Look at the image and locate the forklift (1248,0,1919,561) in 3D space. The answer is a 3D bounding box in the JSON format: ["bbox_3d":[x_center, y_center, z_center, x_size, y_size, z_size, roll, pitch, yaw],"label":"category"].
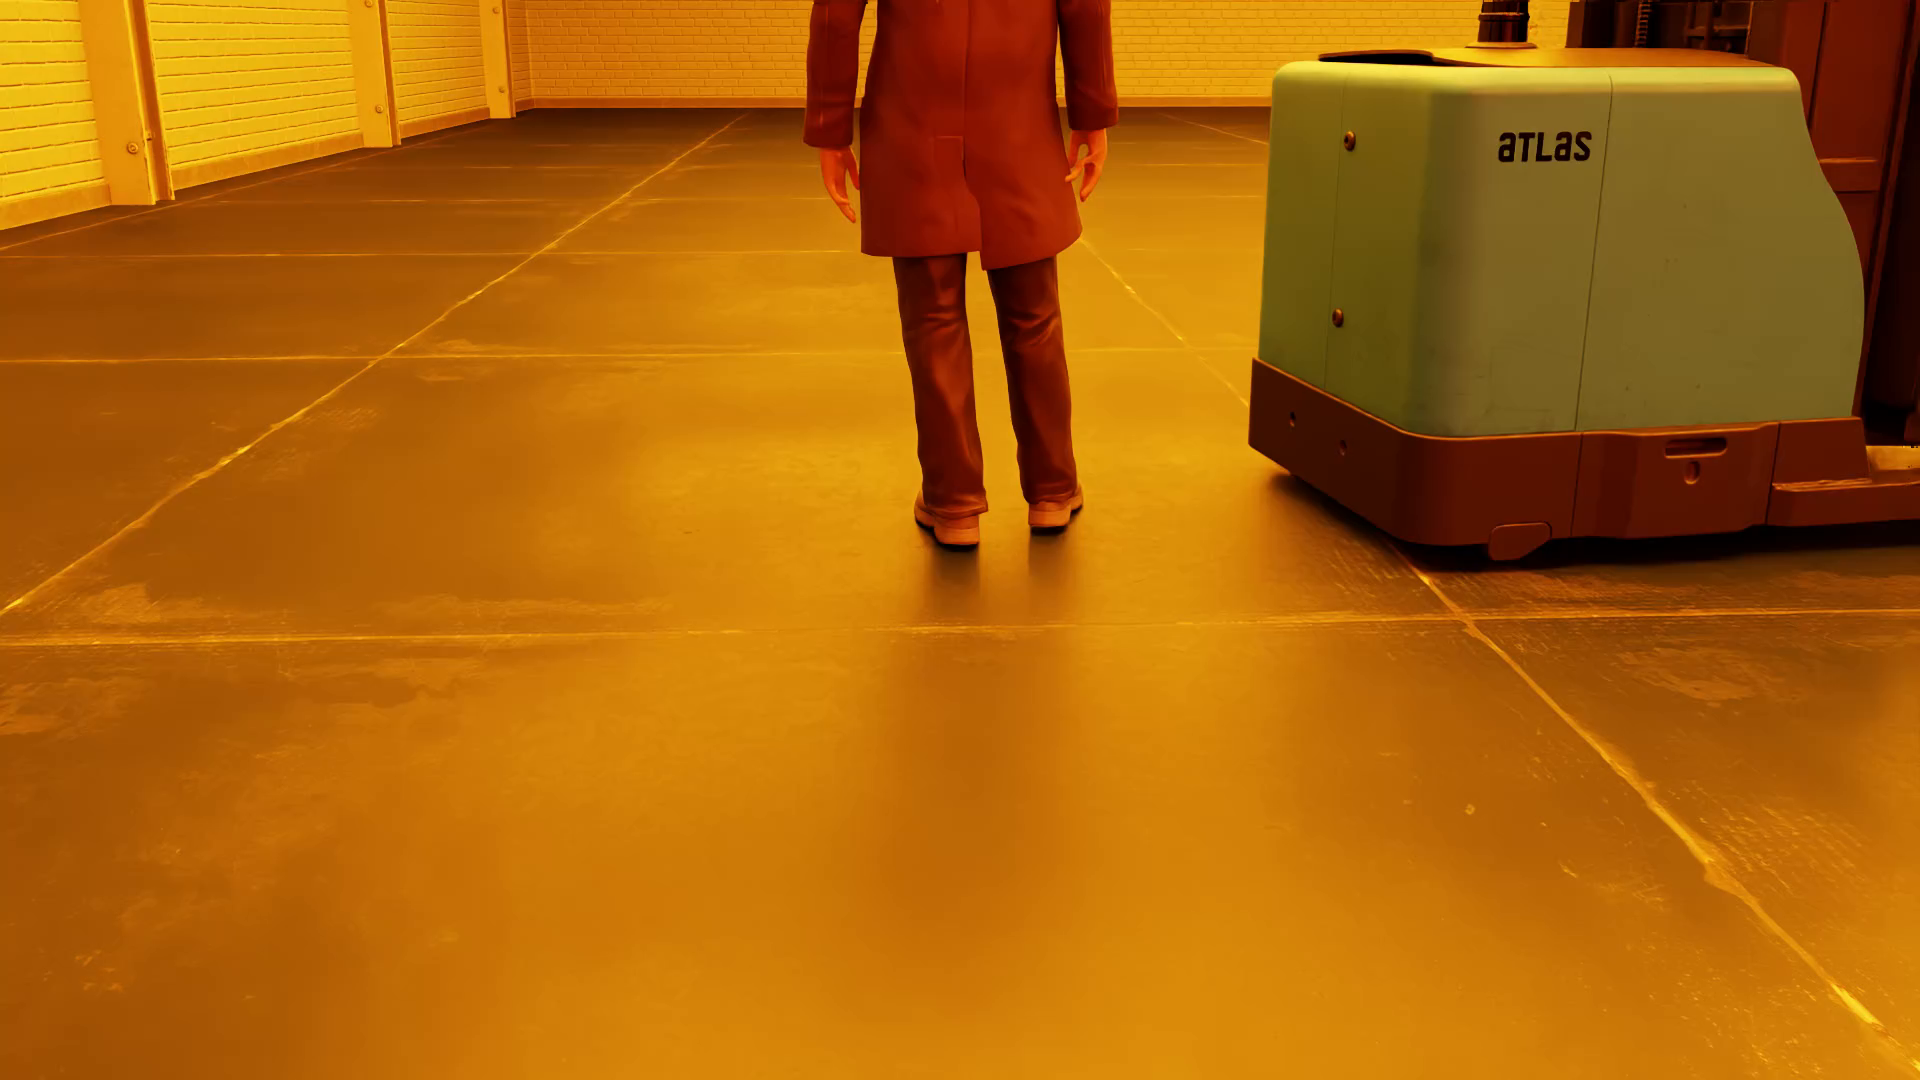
[{"bbox_3d":[2.354,-1.556,3.993,3.031,2.935,1.130,-4,17,-11],"label":"forklift"}]

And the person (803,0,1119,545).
[{"bbox_3d":[-0.001,-0.884,3.744,0.696,1.777,0.579,-1,17,-3],"label":"person"}]
